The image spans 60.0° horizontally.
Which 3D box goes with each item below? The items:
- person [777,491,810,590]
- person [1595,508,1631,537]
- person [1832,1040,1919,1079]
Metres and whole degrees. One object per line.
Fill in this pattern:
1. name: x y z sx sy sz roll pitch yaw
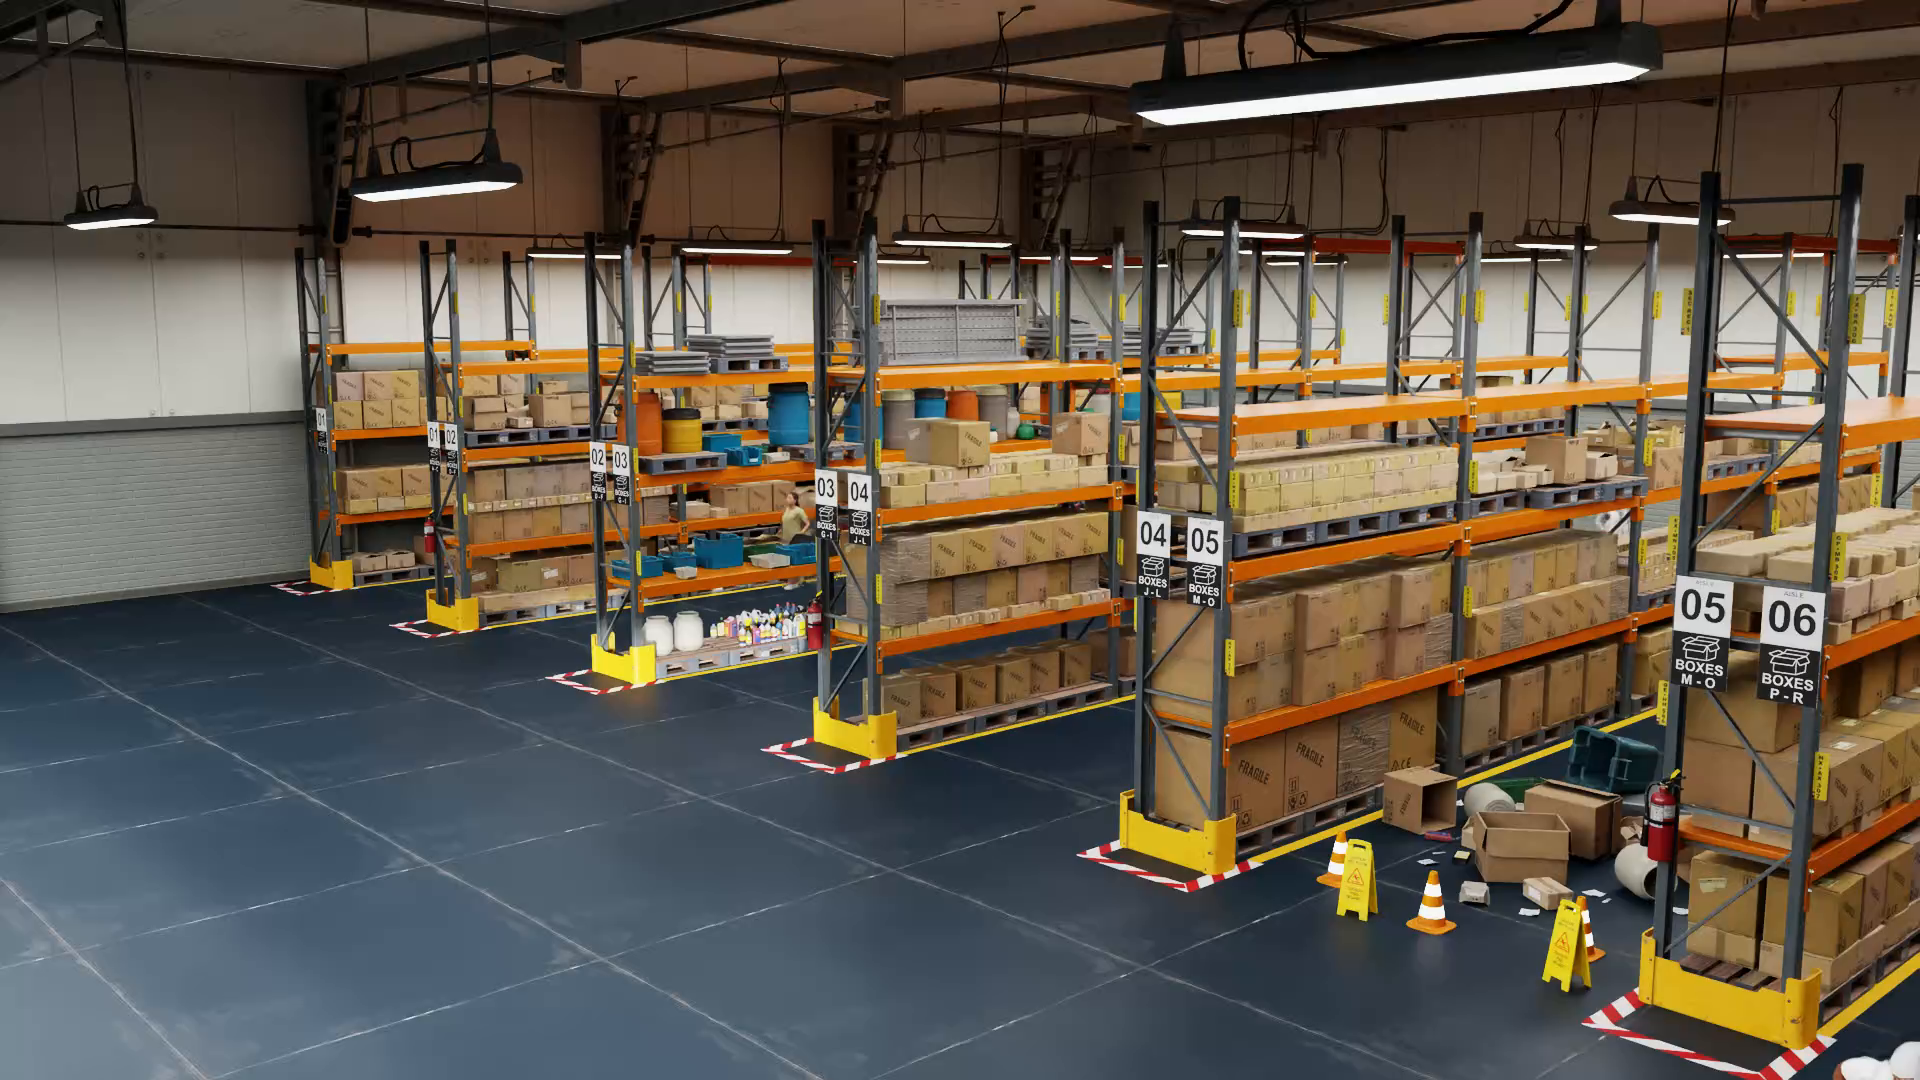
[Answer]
1. person: -2.814 0.007 27.778 0.581 1.641 0.527 7 11 42
2. person: 11.747 -0.029 29.653 0.706 1.739 0.521 -2 9 -14
3. person: 4.635 3.197 8.222 0.783 1.659 0.763 7 11 39
